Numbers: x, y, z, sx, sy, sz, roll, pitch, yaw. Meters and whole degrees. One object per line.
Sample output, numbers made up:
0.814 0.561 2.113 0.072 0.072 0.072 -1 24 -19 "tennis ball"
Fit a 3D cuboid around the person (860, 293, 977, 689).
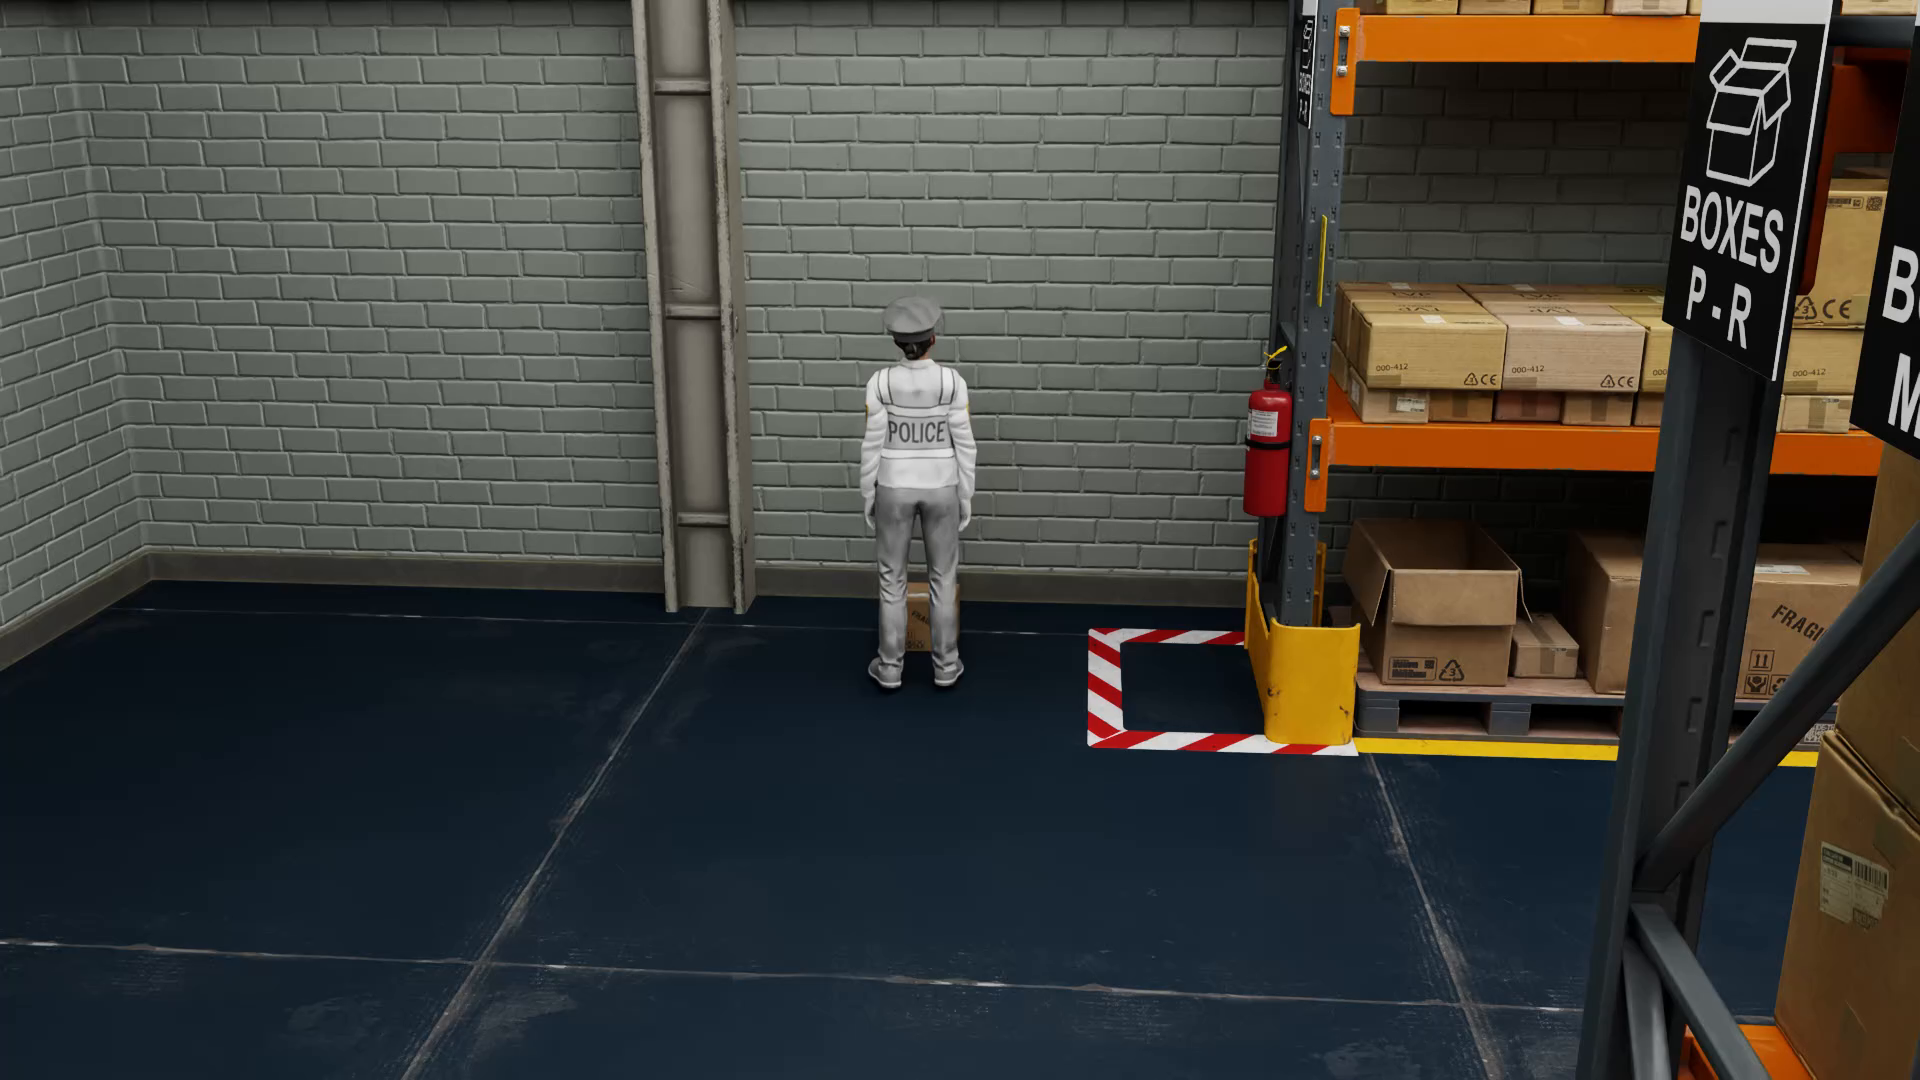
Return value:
-0.177 -0.197 7.049 0.490 1.690 0.355 -1 18 -4 "person"
